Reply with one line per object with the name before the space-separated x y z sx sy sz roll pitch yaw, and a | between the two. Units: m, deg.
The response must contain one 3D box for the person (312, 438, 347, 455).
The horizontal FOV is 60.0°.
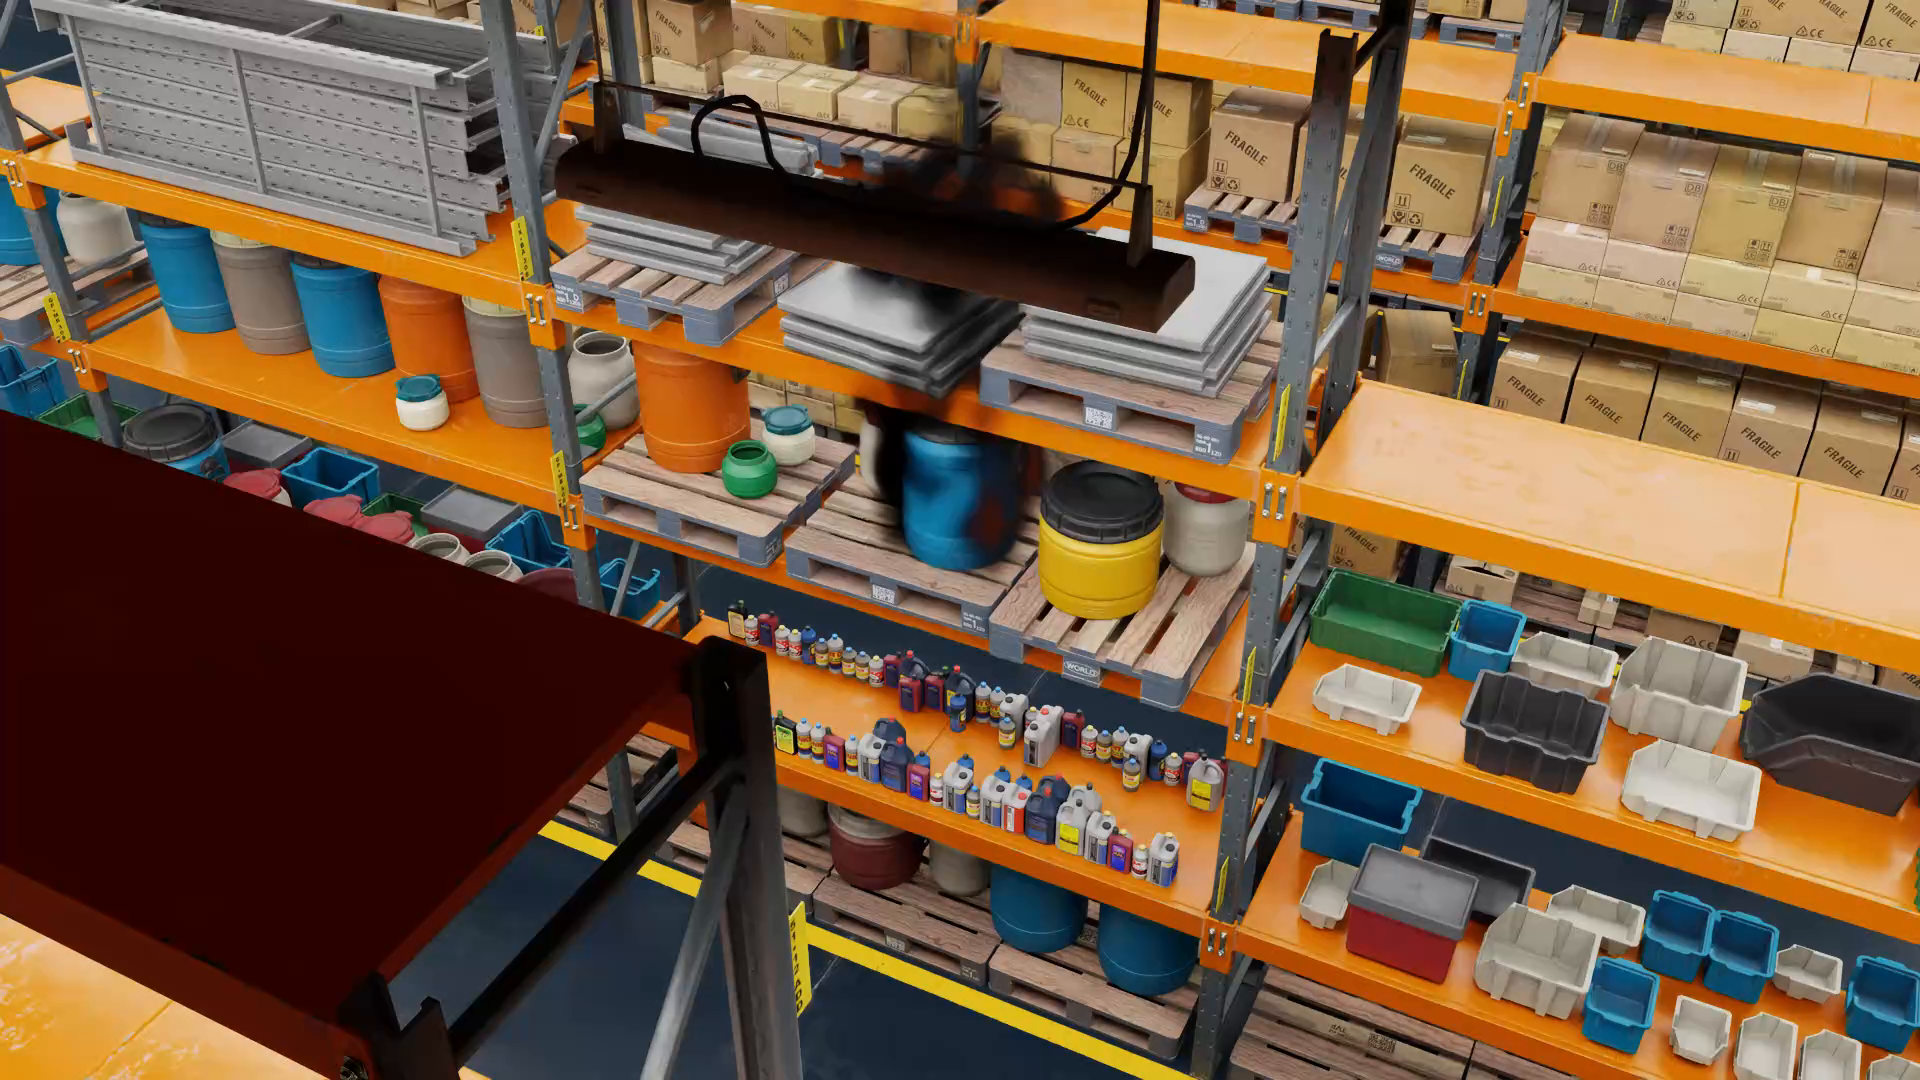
person | -5.218 -0.953 13.807 0.682 1.669 0.577 8 36 11
